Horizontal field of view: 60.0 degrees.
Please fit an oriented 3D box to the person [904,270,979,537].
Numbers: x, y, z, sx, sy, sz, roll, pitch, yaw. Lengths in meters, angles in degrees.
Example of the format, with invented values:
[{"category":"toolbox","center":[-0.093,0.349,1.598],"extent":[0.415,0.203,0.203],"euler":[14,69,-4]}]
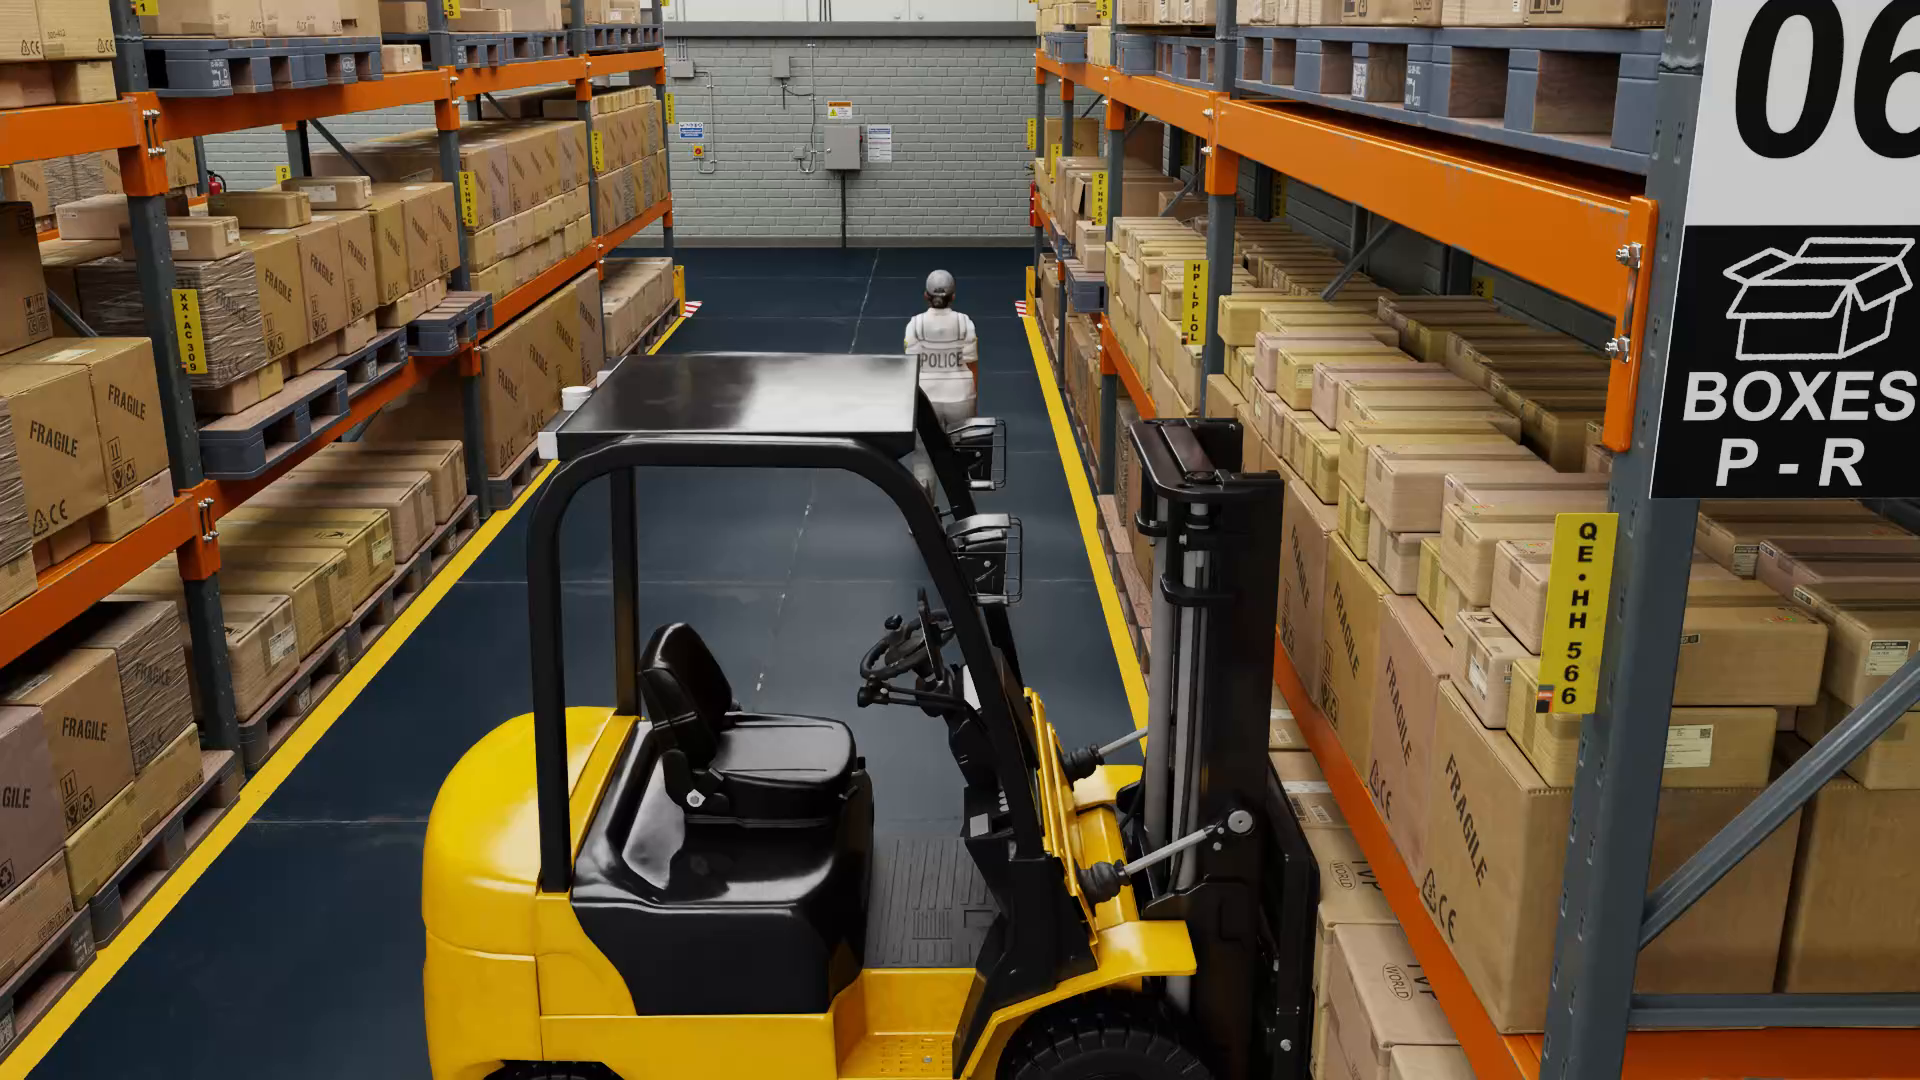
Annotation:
[{"category":"person","center":[-0.107,-0.817,10.175],"extent":[0.483,1.668,0.395],"euler":[-2,17,-7]}]
